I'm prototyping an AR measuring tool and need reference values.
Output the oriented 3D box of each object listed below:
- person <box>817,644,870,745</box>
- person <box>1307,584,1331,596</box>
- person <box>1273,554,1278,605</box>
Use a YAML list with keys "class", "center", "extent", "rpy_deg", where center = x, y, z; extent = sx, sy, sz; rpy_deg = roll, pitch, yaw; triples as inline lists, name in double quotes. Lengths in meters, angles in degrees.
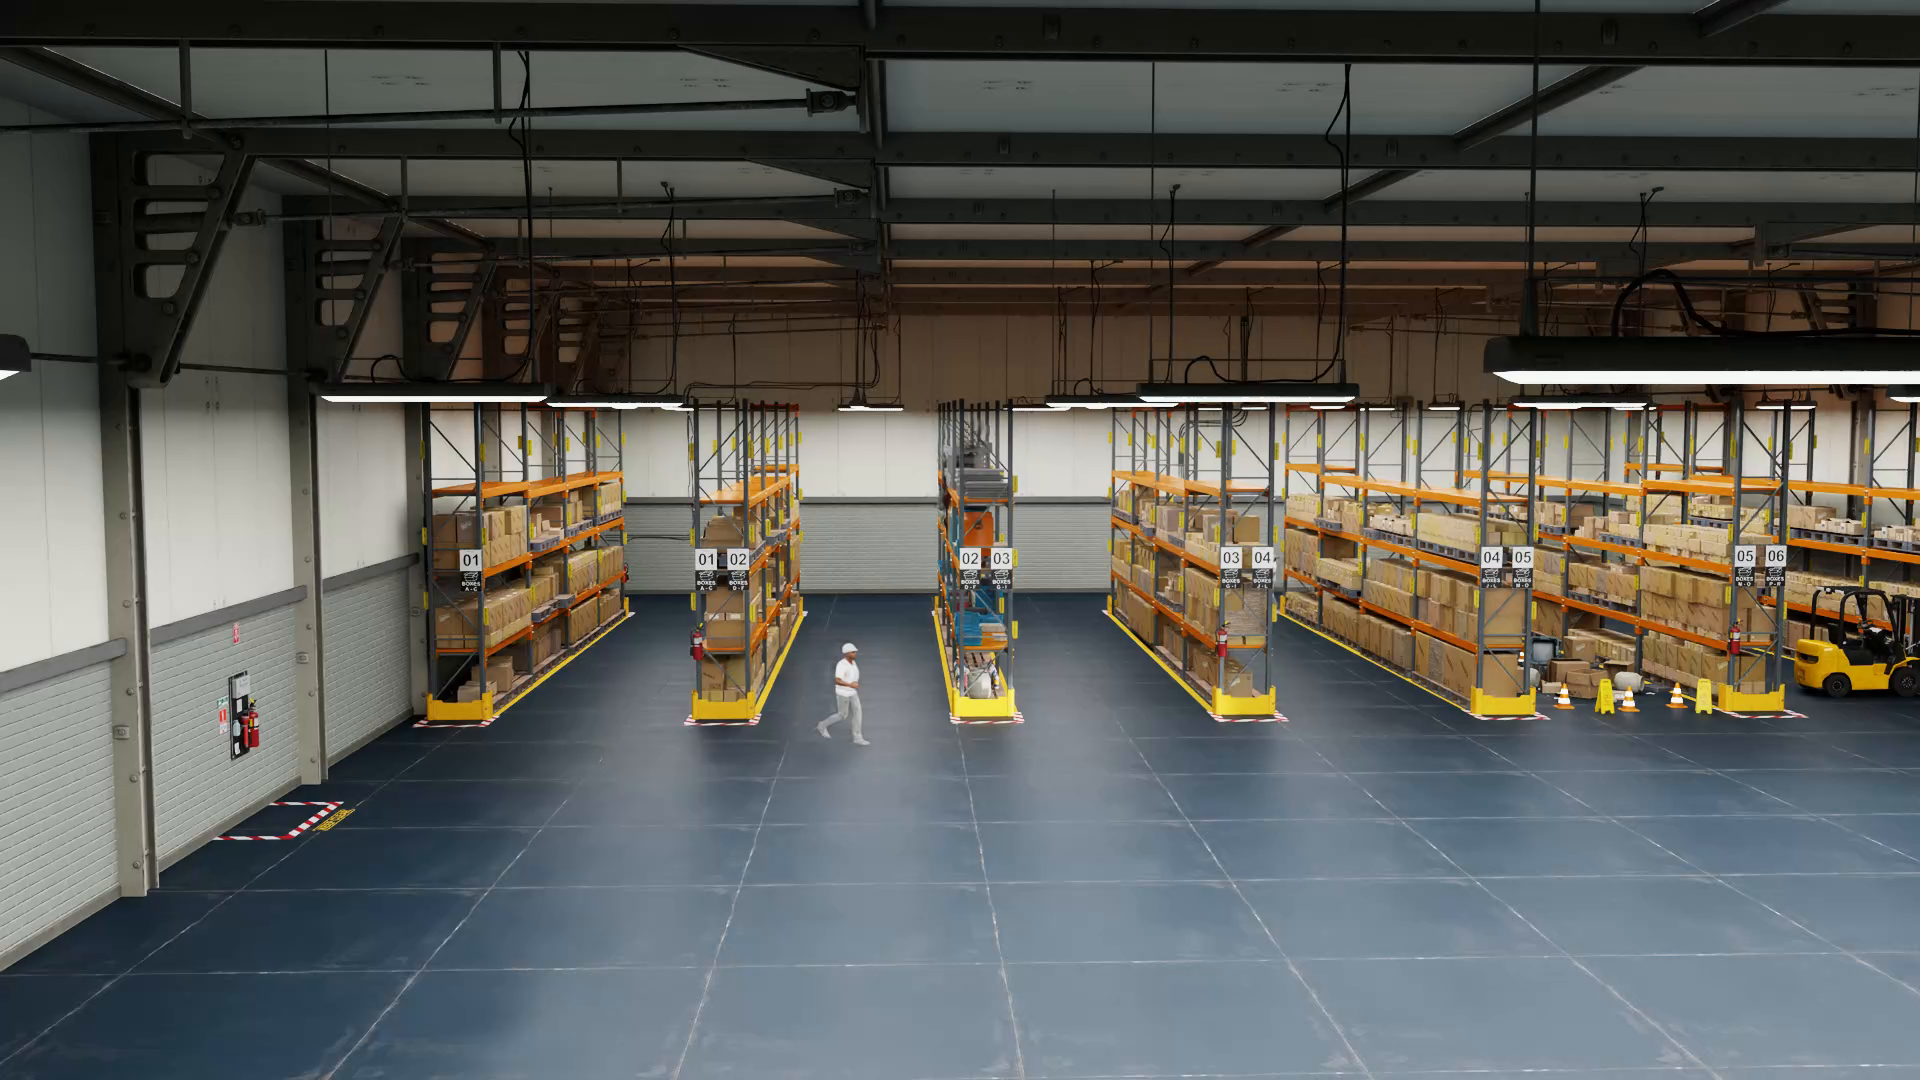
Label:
- class: "person"
  center: [-2.012, 2.659, 28.758]
  extent: [0.954, 1.755, 0.682]
  rpy_deg: [2, 5, 23]
- class: "person"
  center: [10.581, 1.142, 49.110]
  extent: [0.754, 1.770, 0.687]
  rpy_deg: [0, 4, 0]
- class: "person"
  center: [9.076, 1.207, 49.077]
  extent: [0.617, 1.648, 0.754]
  rpy_deg: [0, 4, 6]
